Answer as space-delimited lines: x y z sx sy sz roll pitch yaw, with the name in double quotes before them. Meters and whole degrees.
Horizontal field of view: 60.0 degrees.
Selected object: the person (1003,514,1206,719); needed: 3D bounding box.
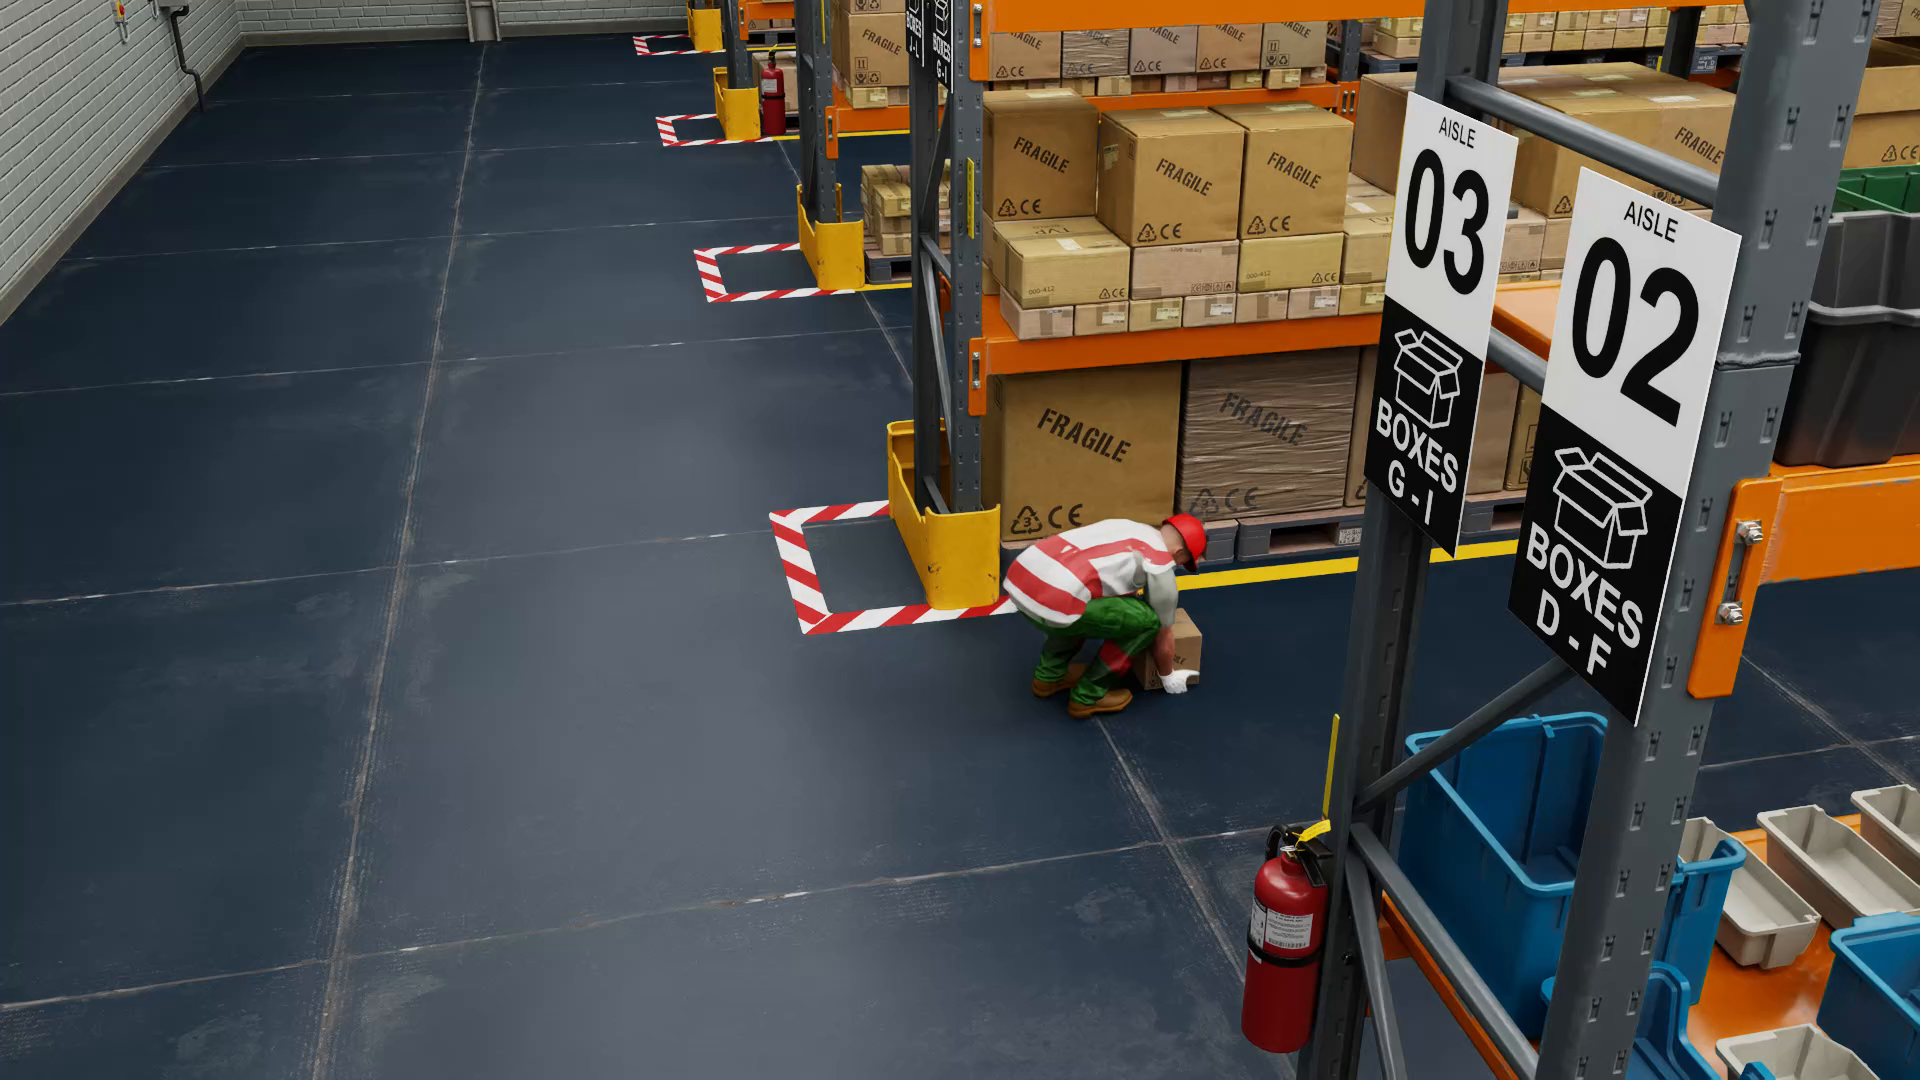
"person" 0.642 0.310 7.107 0.965 0.821 0.520 -14 30 -26
